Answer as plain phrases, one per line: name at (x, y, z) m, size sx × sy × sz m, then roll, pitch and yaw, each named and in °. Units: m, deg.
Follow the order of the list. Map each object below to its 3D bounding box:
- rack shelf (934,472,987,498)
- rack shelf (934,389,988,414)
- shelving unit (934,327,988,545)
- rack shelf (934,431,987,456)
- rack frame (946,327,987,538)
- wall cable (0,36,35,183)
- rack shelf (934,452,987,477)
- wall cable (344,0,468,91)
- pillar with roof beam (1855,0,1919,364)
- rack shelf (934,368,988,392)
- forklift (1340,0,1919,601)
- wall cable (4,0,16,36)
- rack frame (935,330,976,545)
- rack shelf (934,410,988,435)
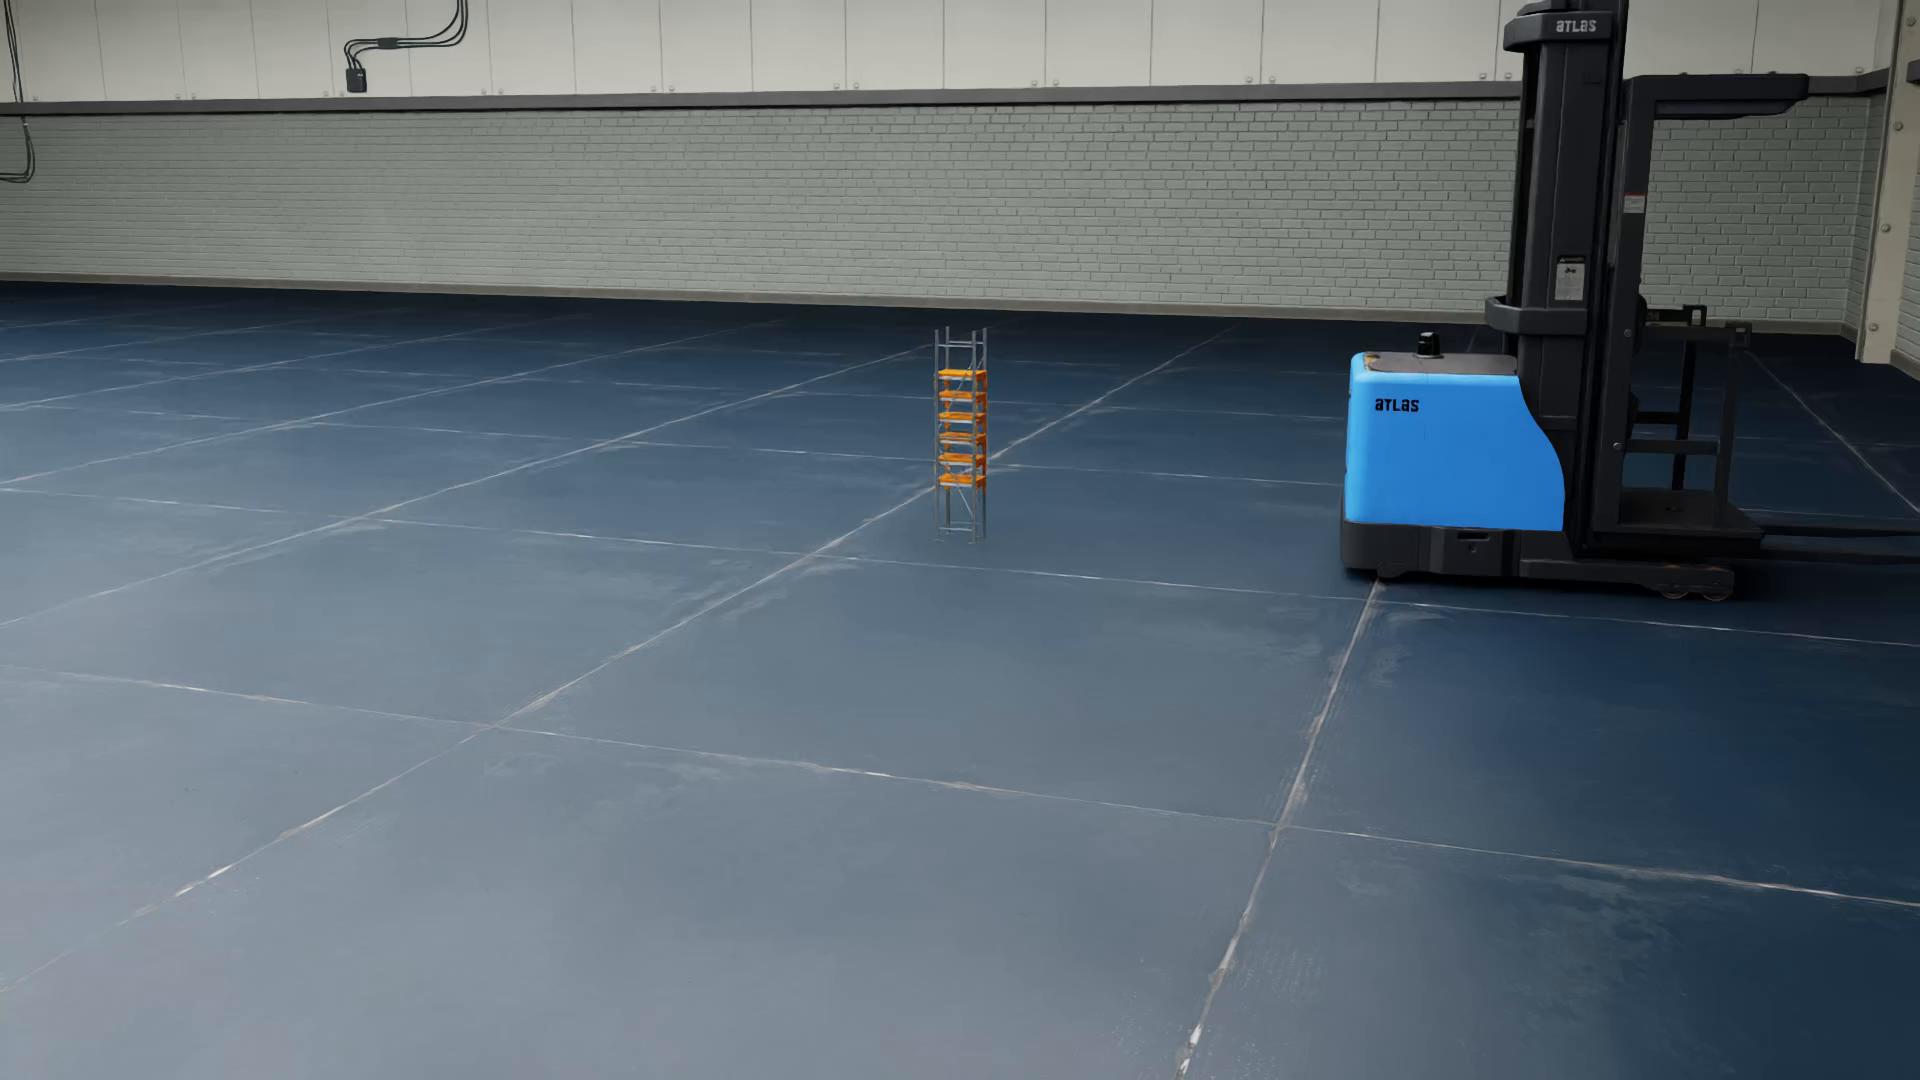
rack shelf at (0.005, -0.311, 9.431) m, size 0.258 × 0.103 × 0.180 m, roll 4°, pitch 14°, yaw 18°
rack shelf at (0.005, -0.779, 9.324) m, size 0.258 × 0.103 × 0.180 m, roll 4°, pitch 14°, yaw 18°
shelving unit at (0.005, -0.588, 9.368) m, size 0.258 × 1.200 × 0.189 m, roll 4°, pitch 14°, yaw 18°
rack shelf at (0.005, -0.545, 9.378) m, size 0.258 × 0.103 × 0.180 m, roll 4°, pitch 14°, yaw 18°
rack frame at (0.034, -0.607, 9.452) m, size 0.240 × 1.200 × 0.006 m, roll 4°, pitch 14°, yaw 18°
wall cable at (-17.746, -7.594, 29.516) m, size 3.097 × 2.526 × 0.112 m, roll 4°, pitch 14°, yaw 18°
rack shelf at (0.005, -0.428, 9.404) m, size 0.258 × 0.103 × 0.180 m, roll 4°, pitch 14°, yaw 18°
wall cable at (-8.768, -10.079, 25.783) m, size 2.305 × 6.003 × 0.169 m, roll 4°, pitch 14°, yaw 18°
pillar with roof beam at (5.782, -6.625, 18.292) m, size 9.100 × 9.000 × 0.400 m, roll 4°, pitch 14°, yaw 18°
rack shelf at (0.005, -0.896, 9.298) m, size 0.258 × 0.103 × 0.180 m, roll 4°, pitch 14°, yaw 18°
forklift at (3.549, -1.259, 8.416) m, size 3.031 × 2.935 × 1.130 m, roll 3°, pitch 13°, yaw 12°
wall cable at (-15.186, -9.862, 28.101) m, size 3.097 × 2.526 × 0.112 m, roll 4°, pitch 14°, yaw 18°
rack frame at (-0.025, -0.569, 9.283) m, size 0.240 × 1.200 × 0.006 m, roll 4°, pitch 14°, yaw 18°
rack shelf at (0.005, -0.662, 9.351) m, size 0.258 × 0.103 × 0.180 m, roll 4°, pitch 14°, yaw 18°
